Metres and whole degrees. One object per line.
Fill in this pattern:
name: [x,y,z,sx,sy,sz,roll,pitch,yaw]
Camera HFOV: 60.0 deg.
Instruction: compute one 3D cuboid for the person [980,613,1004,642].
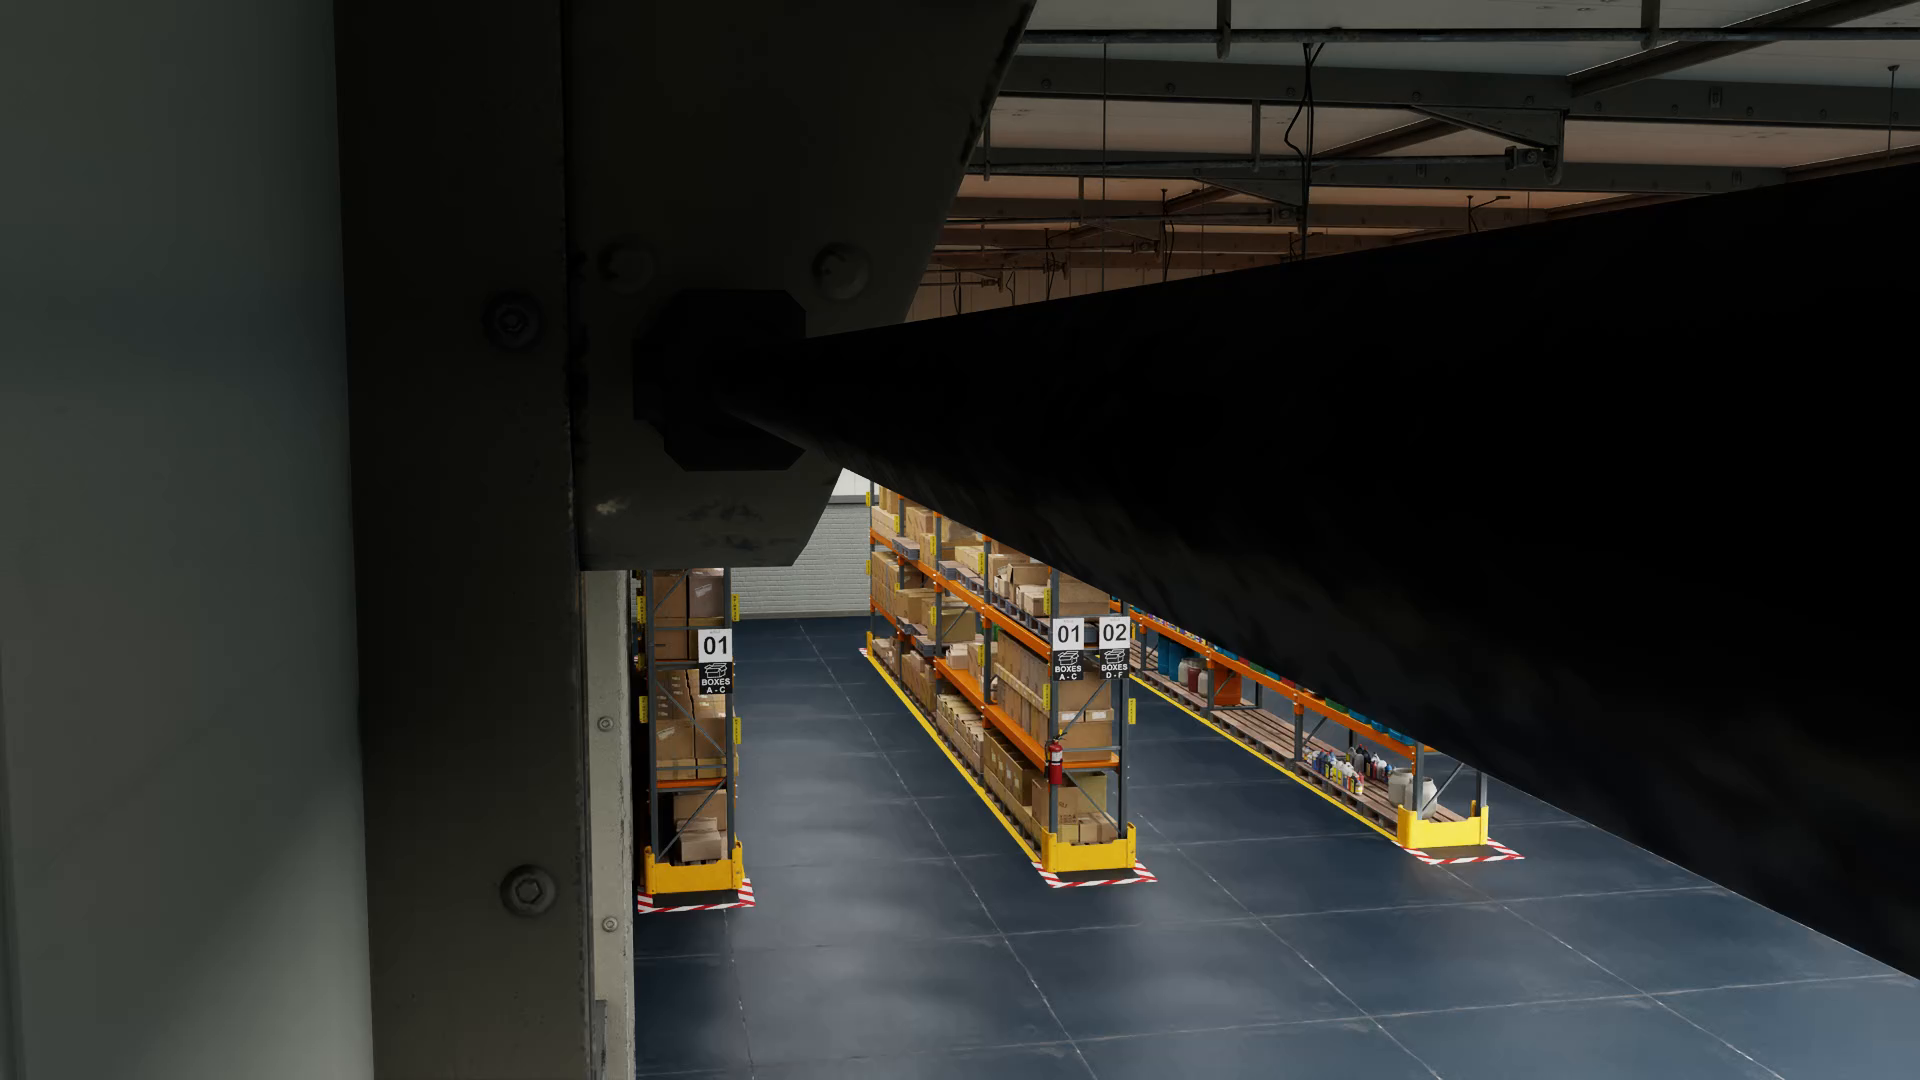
person: [0.720,1.797,35.018,0.659,1.759,0.815,-2,6,-18]
